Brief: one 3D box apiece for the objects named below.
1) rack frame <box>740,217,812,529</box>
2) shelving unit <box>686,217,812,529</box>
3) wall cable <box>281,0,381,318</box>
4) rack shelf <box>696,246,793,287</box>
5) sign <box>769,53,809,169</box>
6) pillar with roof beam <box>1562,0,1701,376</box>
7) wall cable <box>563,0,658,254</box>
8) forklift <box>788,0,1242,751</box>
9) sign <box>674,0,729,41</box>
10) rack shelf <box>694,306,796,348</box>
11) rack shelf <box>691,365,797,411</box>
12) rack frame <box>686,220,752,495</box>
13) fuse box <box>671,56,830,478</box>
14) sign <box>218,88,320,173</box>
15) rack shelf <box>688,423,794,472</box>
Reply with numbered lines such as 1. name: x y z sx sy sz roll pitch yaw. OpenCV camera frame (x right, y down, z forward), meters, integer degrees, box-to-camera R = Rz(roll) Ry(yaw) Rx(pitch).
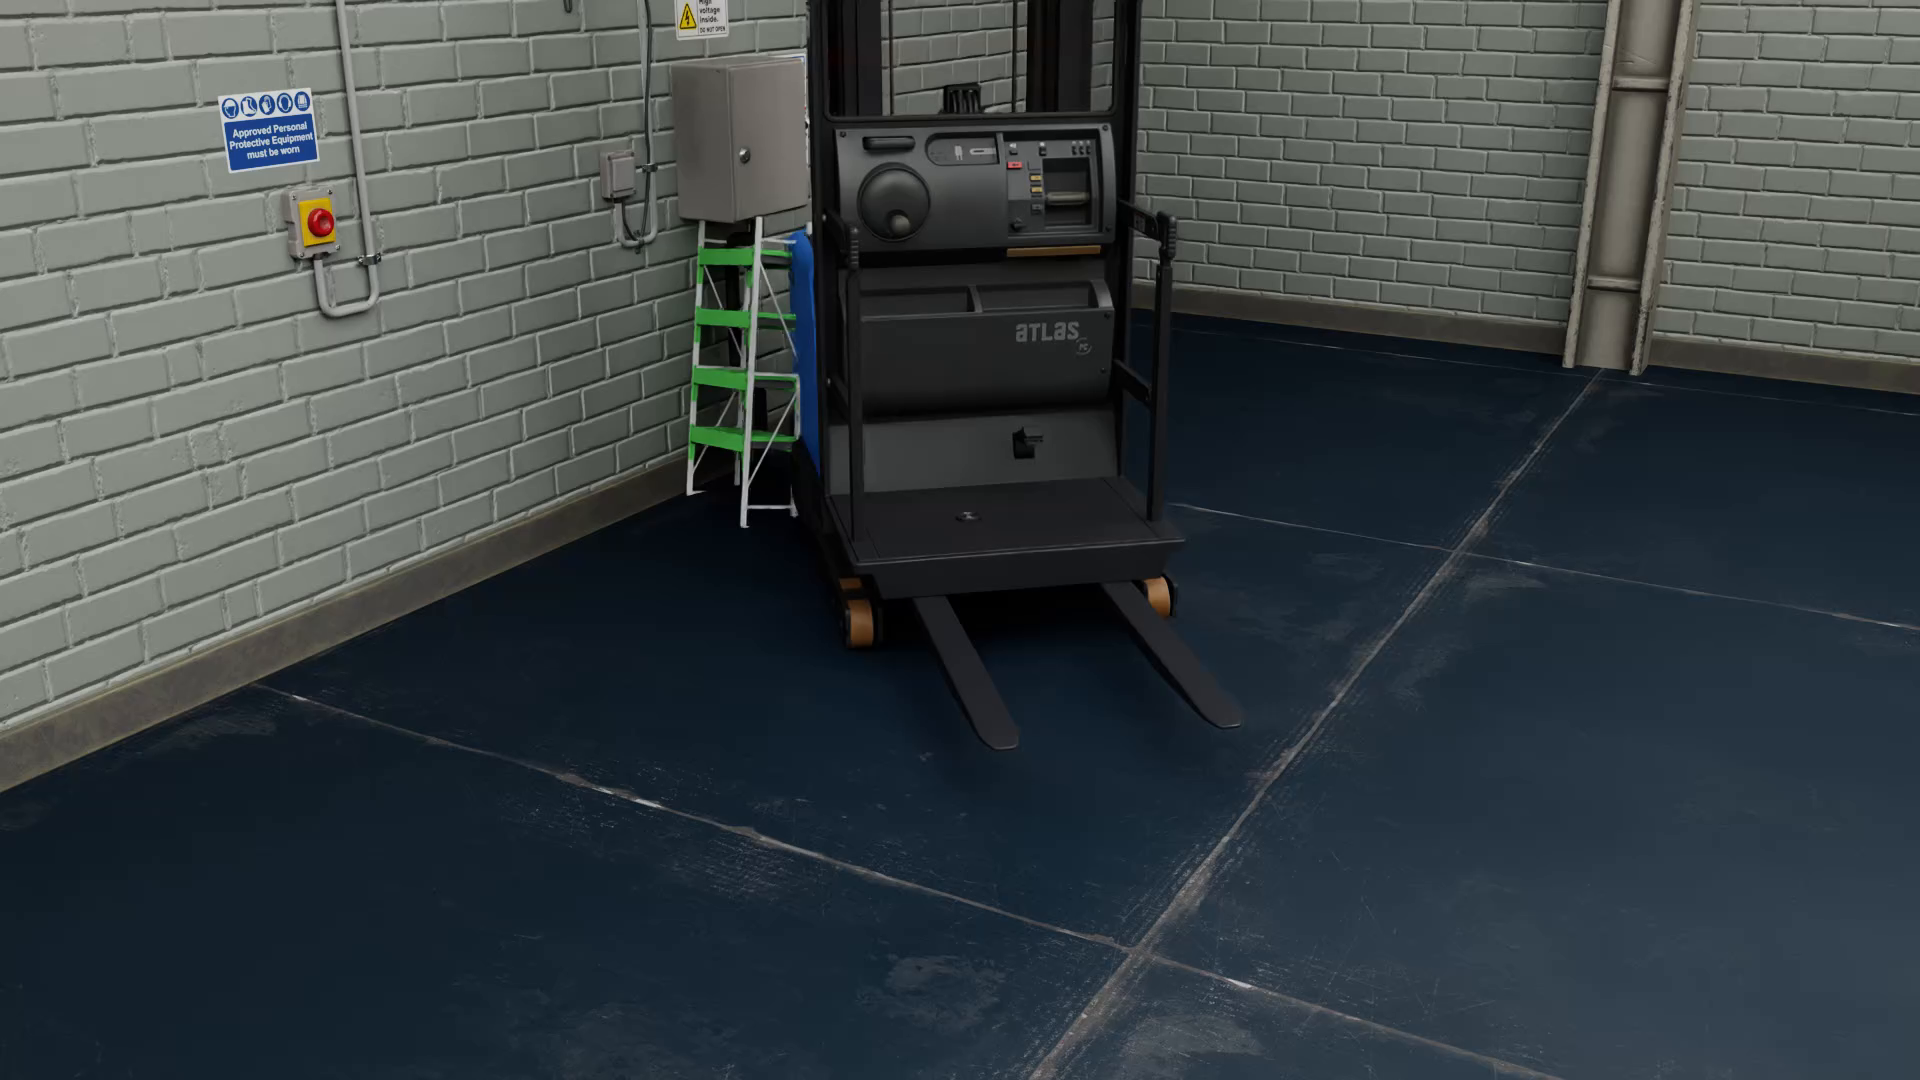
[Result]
1. rack frame: -0.717 -0.642 6.487 0.240 1.200 0.015 -1 9 -35
2. shelving unit: -0.857 -0.676 6.684 0.258 1.200 0.503 -1 9 -35
3. wall cable: -1.959 -1.581 4.789 0.123 1.953 0.585 11 23 27
4. rack shelf: -0.829 -1.088 6.633 0.258 0.148 0.480 -1 9 -35
5. sign: -0.747 -1.827 7.142 0.001 0.494 0.329 11 23 27
6. pillar with roof beam: 1.379 -3.892 3.897 0.400 9.000 9.100 11 23 27
7. wall cable: -1.278 -1.991 5.964 0.122 1.984 0.588 11 23 27
8. forklift: 0.103 -1.163 5.272 1.130 2.935 3.031 -4 20 -11
9. sign: -1.015 -2.096 6.534 0.001 0.242 0.339 11 23 27
10. rack shelf: -0.845 -0.850 6.663 0.258 0.148 0.480 -1 9 -35
11. rack shelf: -0.861 -0.613 6.692 0.258 0.148 0.480 -1 9 -35
12. rack frame: -0.996 -0.710 6.882 0.240 1.200 0.015 -1 9 -35
13. fuse box: -0.807 -1.084 6.845 0.414 1.711 0.539 11 23 27
14. sign: -2.036 -1.212 4.910 0.001 0.218 0.327 11 23 27
15. rack shelf: -0.877 -0.375 6.722 0.258 0.148 0.480 -1 9 -35
